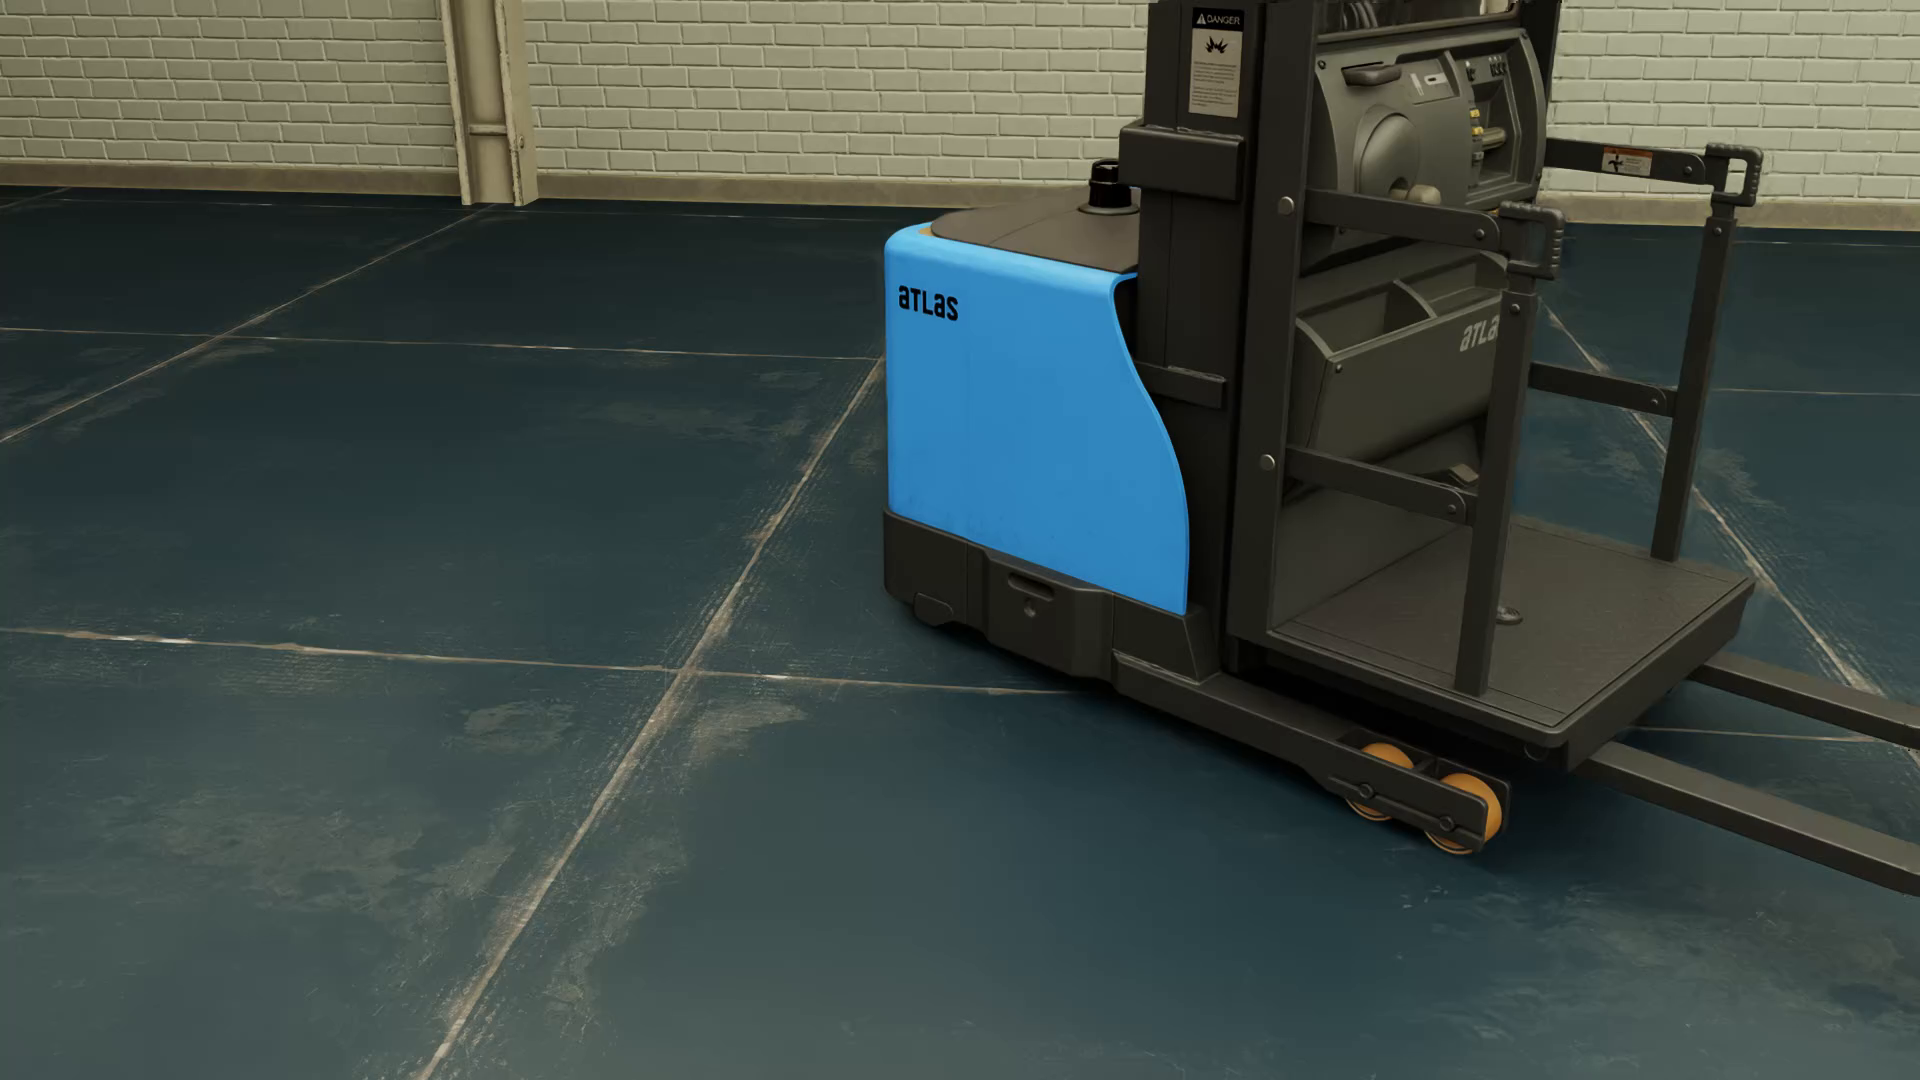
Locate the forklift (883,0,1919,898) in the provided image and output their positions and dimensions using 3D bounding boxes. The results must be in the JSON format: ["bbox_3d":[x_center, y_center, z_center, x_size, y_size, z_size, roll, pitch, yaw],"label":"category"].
[{"bbox_3d":[1.202,-0.914,3.523,3.031,2.935,1.130,20,29,40],"label":"forklift"}]
